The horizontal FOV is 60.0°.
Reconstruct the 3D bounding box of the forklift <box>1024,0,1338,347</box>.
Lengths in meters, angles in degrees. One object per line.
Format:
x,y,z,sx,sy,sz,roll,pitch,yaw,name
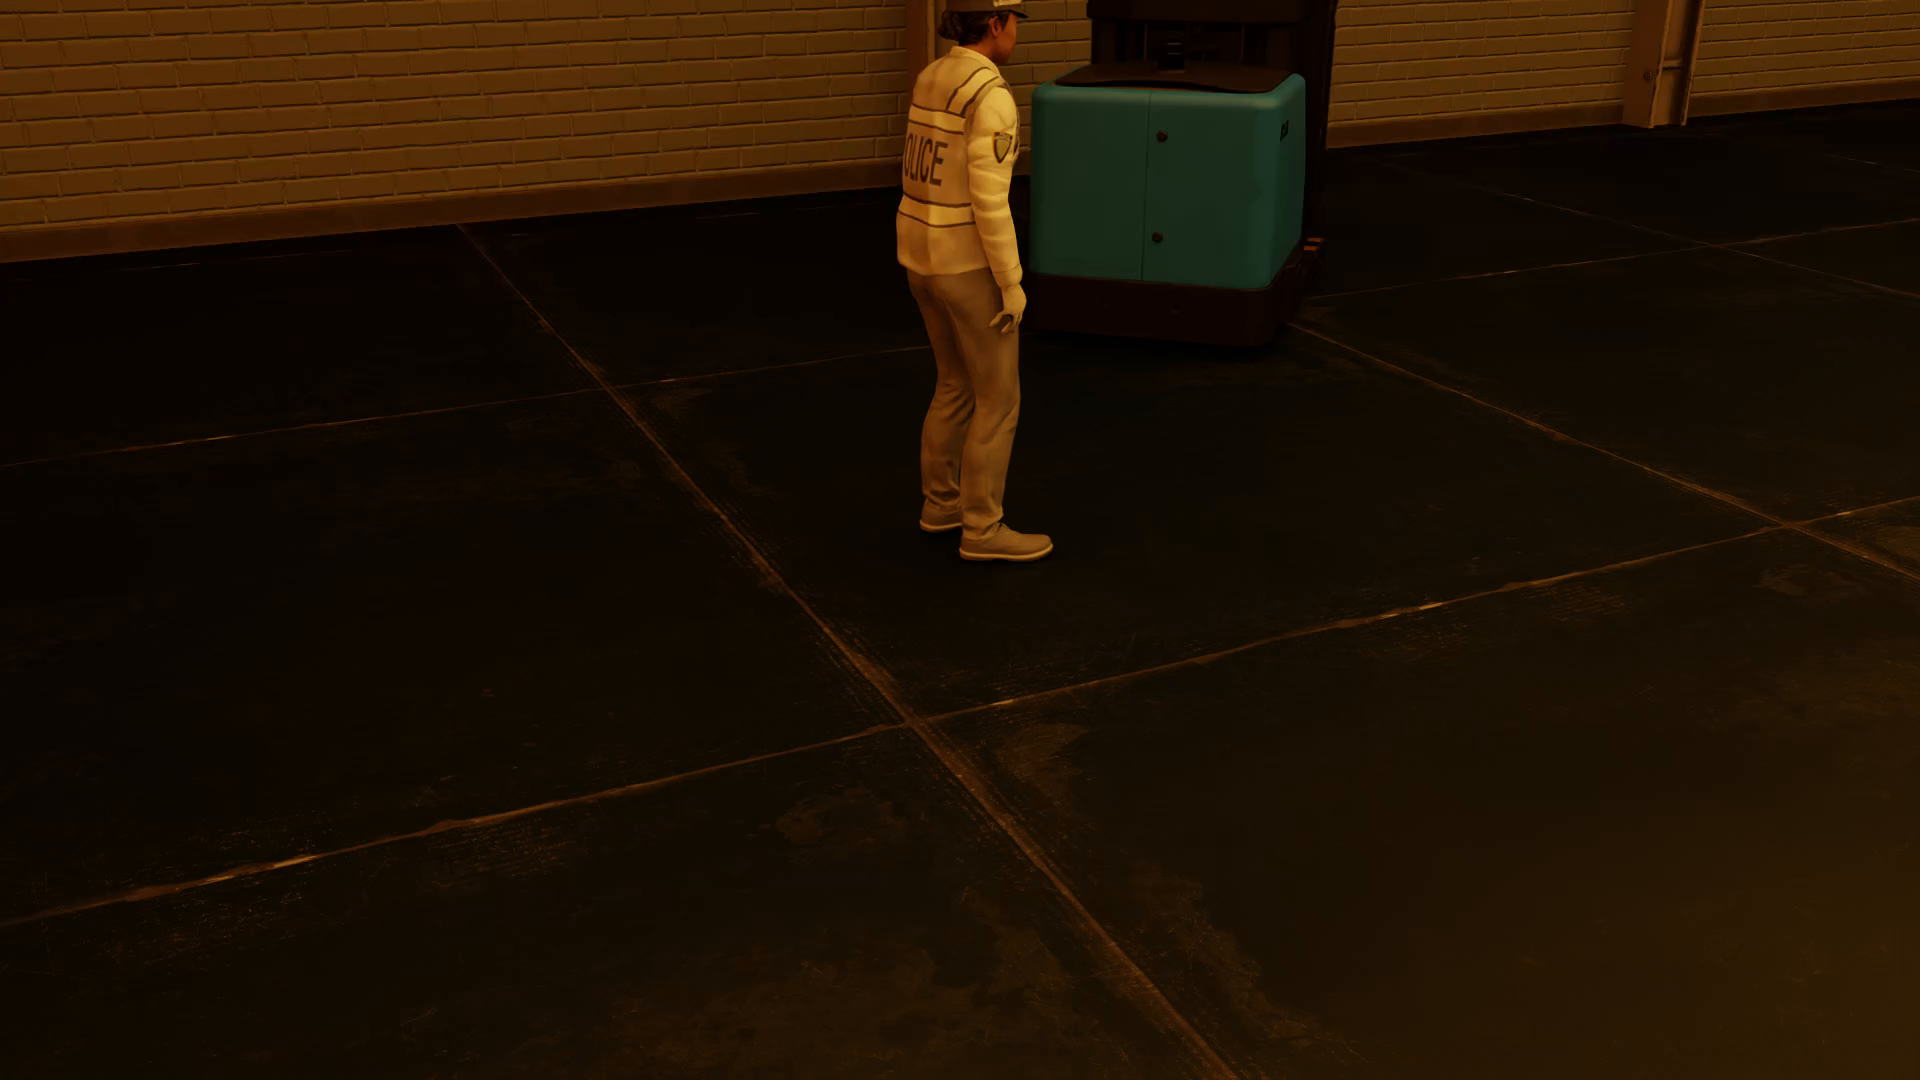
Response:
1.221,-2.681,7.740,1.130,2.935,3.031,7,24,17,forklift

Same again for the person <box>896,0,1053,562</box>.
0.022,-0.775,4.808,0.372,1.663,0.529,-11,25,-25,person
